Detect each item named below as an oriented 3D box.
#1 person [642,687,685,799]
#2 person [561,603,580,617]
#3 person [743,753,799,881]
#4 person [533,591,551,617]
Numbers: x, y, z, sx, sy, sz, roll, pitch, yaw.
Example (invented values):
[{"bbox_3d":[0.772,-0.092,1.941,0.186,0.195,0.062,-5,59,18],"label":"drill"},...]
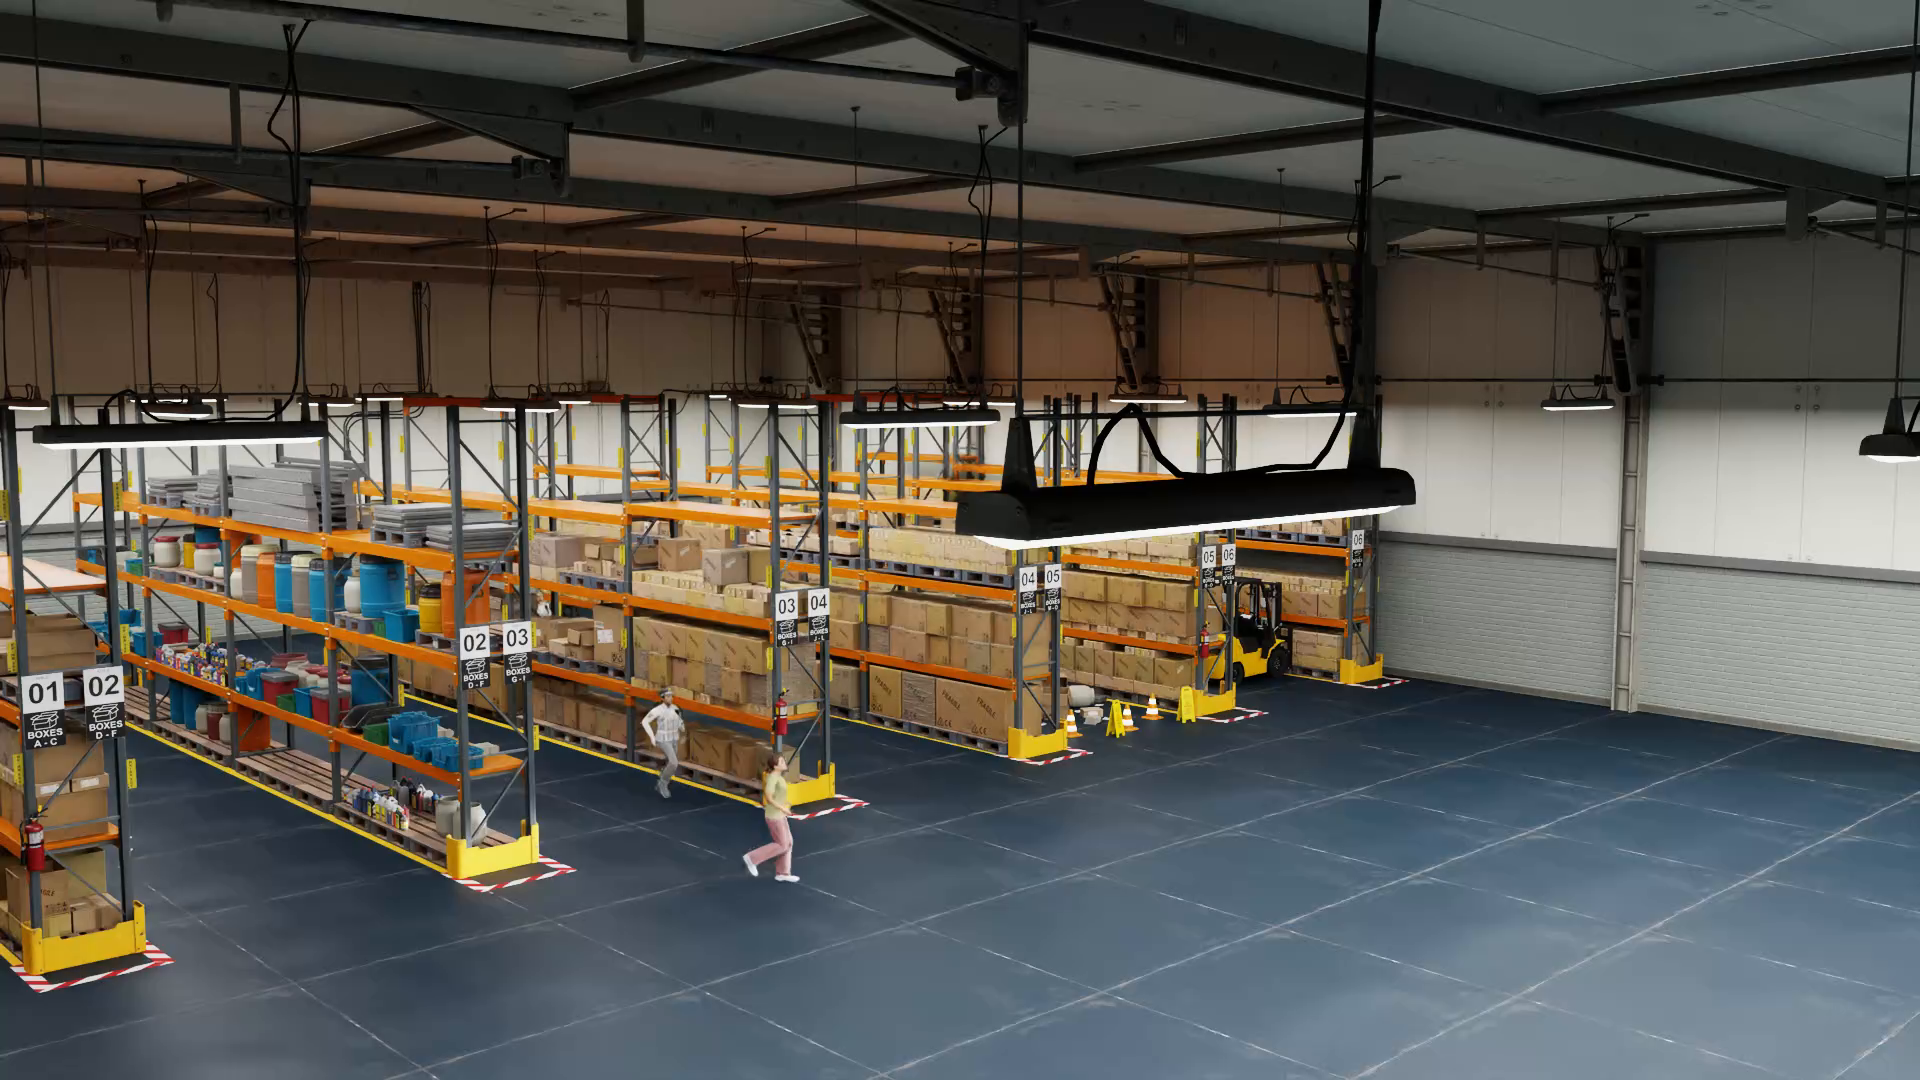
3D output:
[{"bbox_3d":[-4.407,3.059,25.152,0.658,1.690,0.582,4,7,36],"label":"person"},{"bbox_3d":[-9.726,1.477,41.370,0.825,1.836,0.666,-5,7,-42],"label":"person"},{"bbox_3d":[-2.386,3.500,20.983,0.699,1.651,0.583,-1,6,-7],"label":"person"},{"bbox_3d":[-9.333,1.941,36.963,0.642,1.675,0.637,-4,7,-35],"label":"person"}]
